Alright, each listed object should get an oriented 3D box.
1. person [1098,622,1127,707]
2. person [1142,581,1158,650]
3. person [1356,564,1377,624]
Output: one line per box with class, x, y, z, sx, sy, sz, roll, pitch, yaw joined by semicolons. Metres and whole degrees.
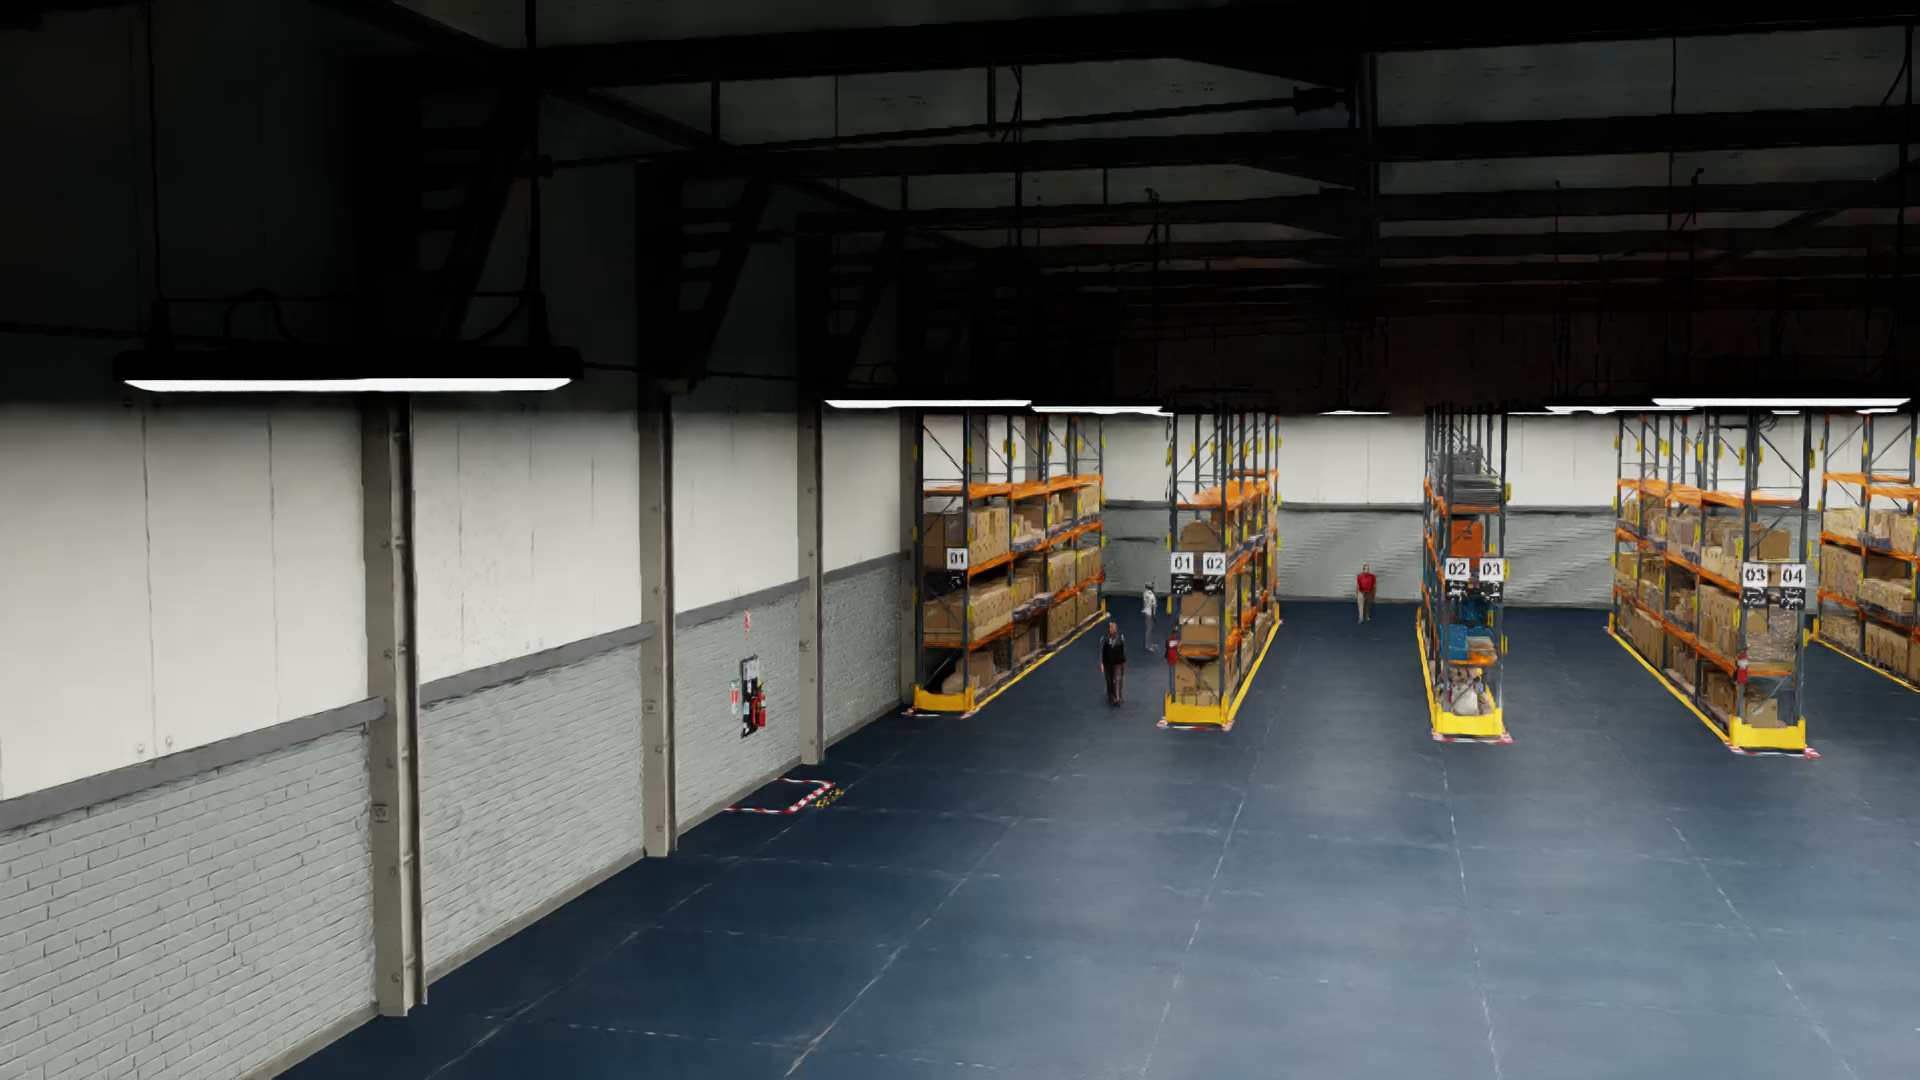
person;3.020;2.445;33.029;0.546;1.642;1.106;1;4;12
person;4.699;1.854;40.933;0.426;1.675;0.498;-1;4;-14
person;11.259;1.483;46.064;0.540;1.646;1.126;1;4;12
